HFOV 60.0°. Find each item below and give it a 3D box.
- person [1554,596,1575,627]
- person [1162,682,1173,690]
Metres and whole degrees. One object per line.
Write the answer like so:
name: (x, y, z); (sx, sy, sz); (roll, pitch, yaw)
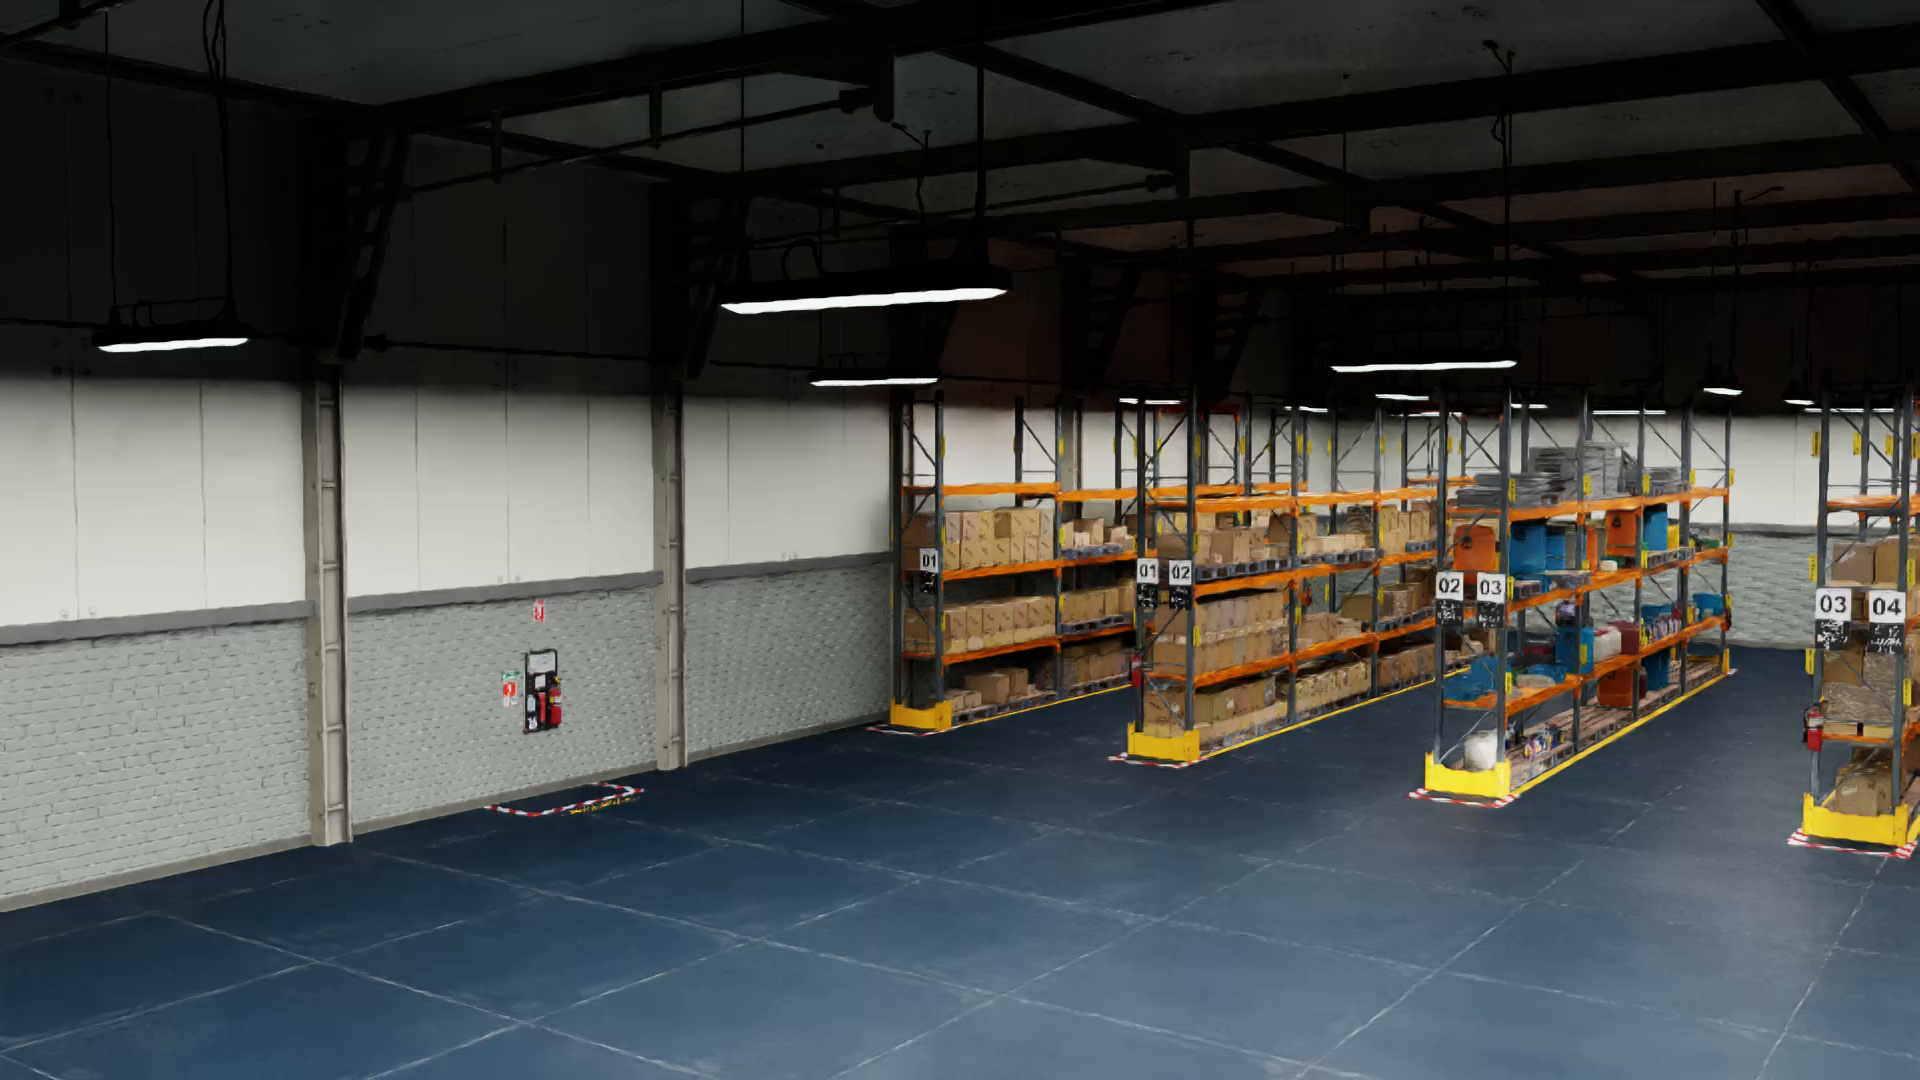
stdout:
person: (14.320, 2.008, 39.190); (0.625, 1.596, 0.517); (2, 4, 32)
person: (3.978, 2.420, 30.608); (0.543, 1.700, 1.119); (2, 4, 33)
